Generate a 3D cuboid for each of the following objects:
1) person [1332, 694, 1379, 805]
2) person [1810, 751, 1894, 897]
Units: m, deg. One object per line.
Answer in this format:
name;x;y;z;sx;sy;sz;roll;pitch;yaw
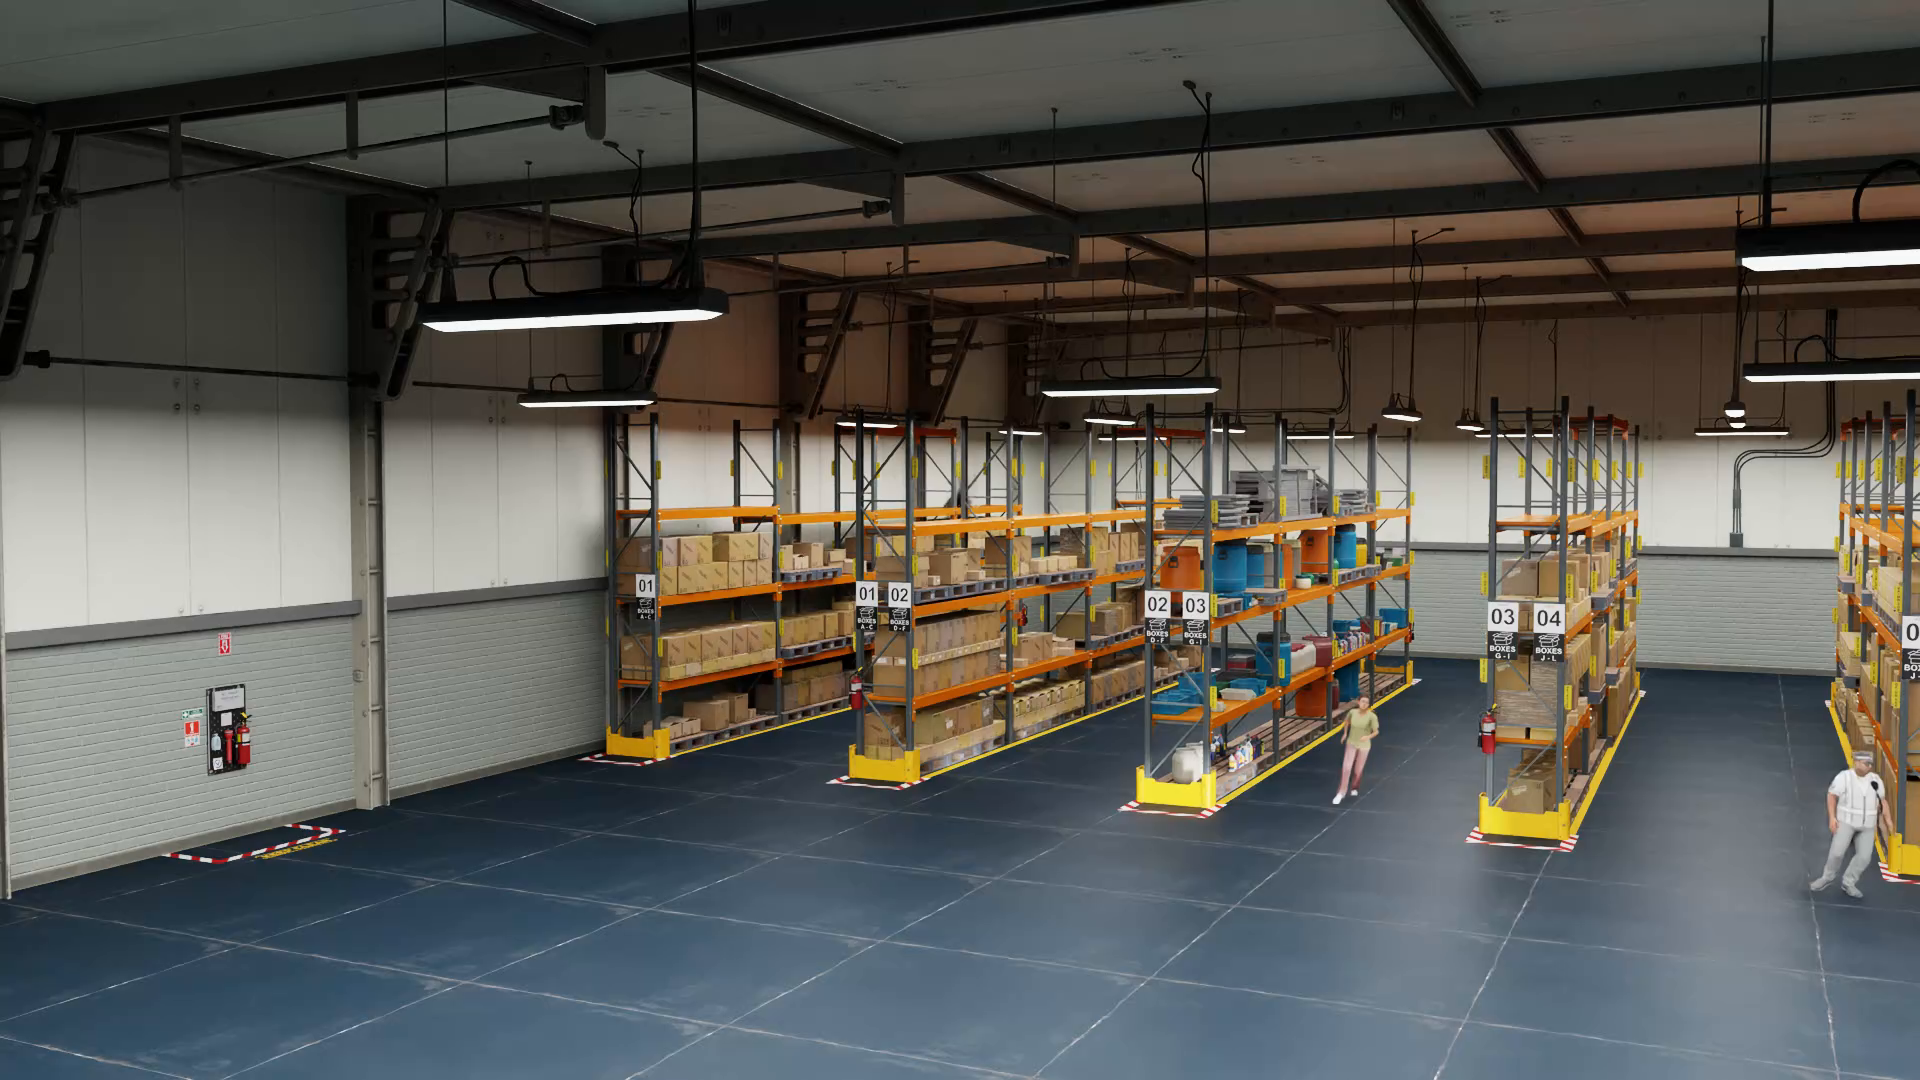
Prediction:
person;5.969;3.110;24.977;0.646;1.646;0.781;1;3;20
person;10.452;3.331;19.470;0.783;1.747;0.602;0;2;2
